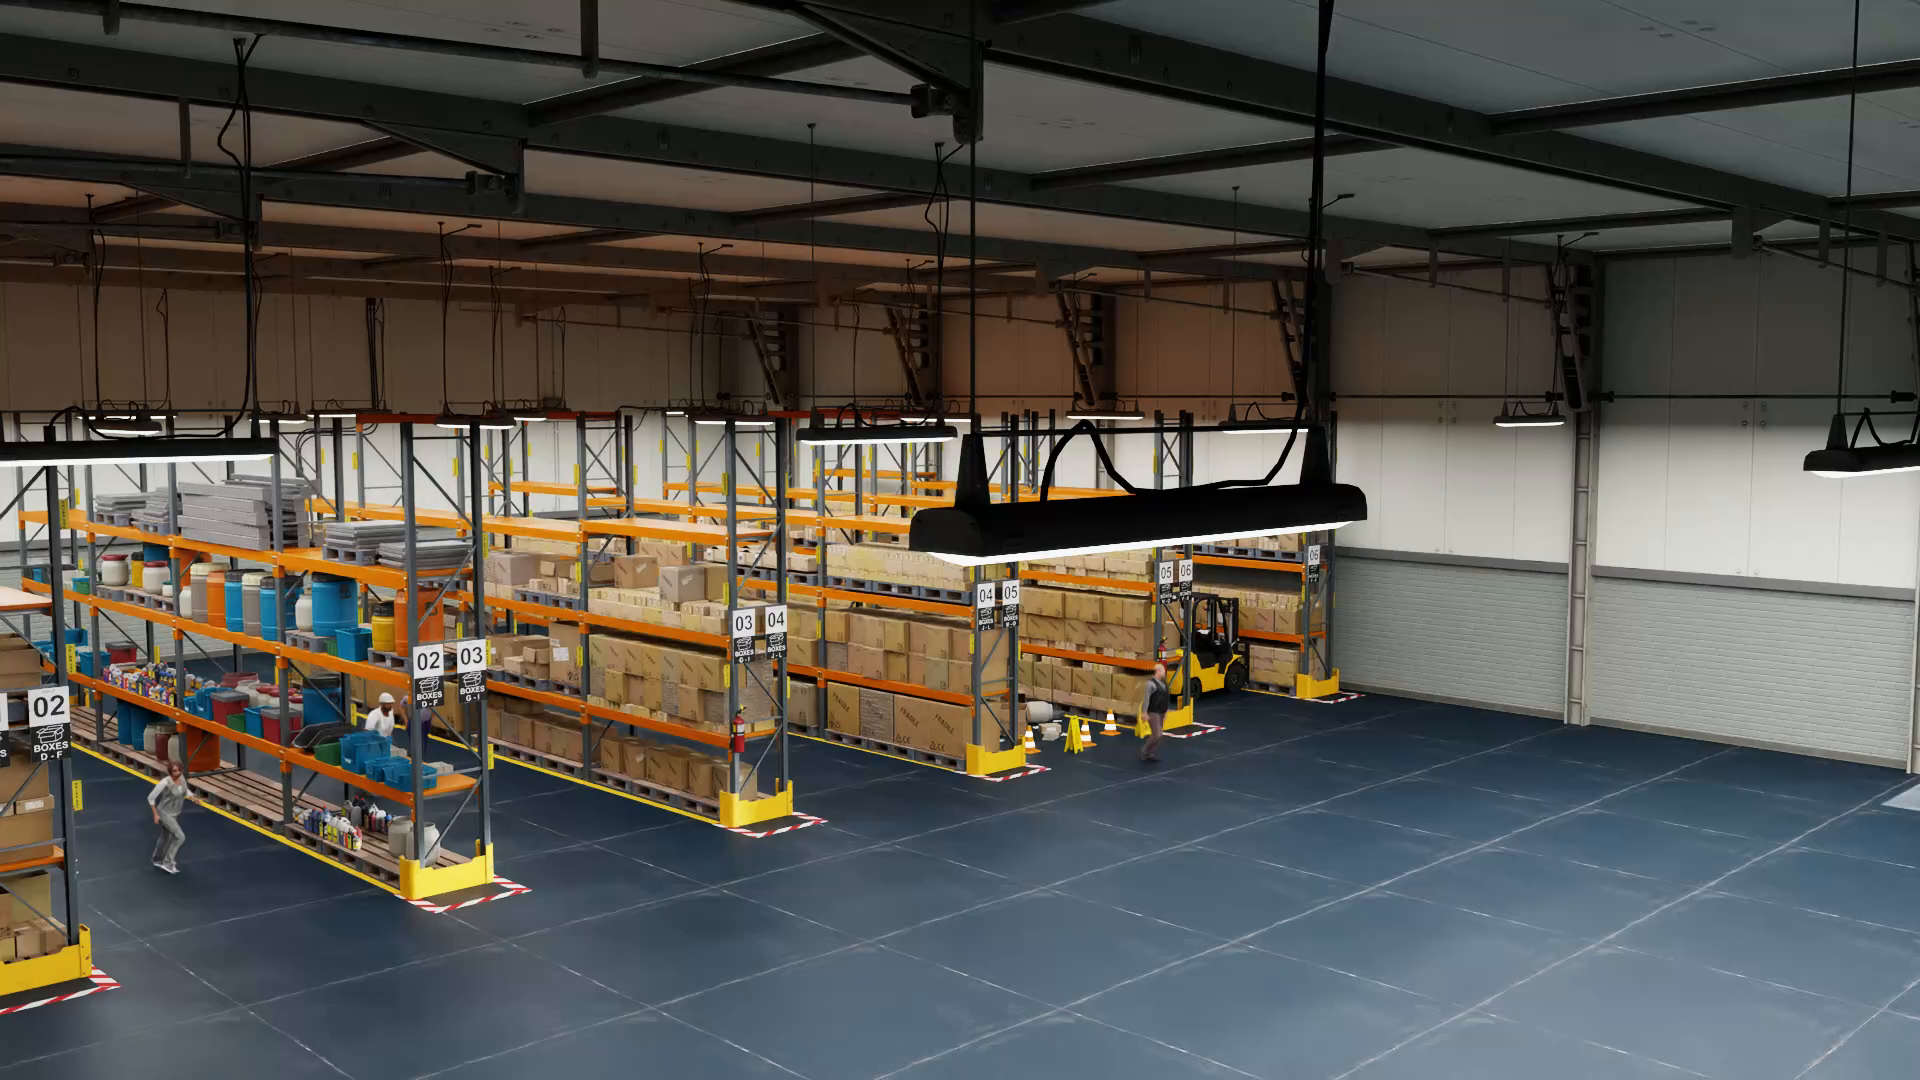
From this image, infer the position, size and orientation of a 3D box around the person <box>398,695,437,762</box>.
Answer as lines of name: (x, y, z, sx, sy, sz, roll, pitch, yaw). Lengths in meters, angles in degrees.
person: (-9.001, 3.134, 27.666, 0.795, 1.666, 0.529, 4, 6, 36)

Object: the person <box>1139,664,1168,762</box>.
person: (3.338, 2.982, 28.581, 0.443, 1.710, 0.619, 3, 6, 35)

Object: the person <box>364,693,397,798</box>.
person: (-9.196, 3.225, 26.167, 0.787, 1.687, 0.658, 1, 5, 13)

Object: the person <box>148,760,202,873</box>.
person: (-10.475, 3.676, 22.155, 0.779, 1.555, 0.554, 0, 5, 1)
